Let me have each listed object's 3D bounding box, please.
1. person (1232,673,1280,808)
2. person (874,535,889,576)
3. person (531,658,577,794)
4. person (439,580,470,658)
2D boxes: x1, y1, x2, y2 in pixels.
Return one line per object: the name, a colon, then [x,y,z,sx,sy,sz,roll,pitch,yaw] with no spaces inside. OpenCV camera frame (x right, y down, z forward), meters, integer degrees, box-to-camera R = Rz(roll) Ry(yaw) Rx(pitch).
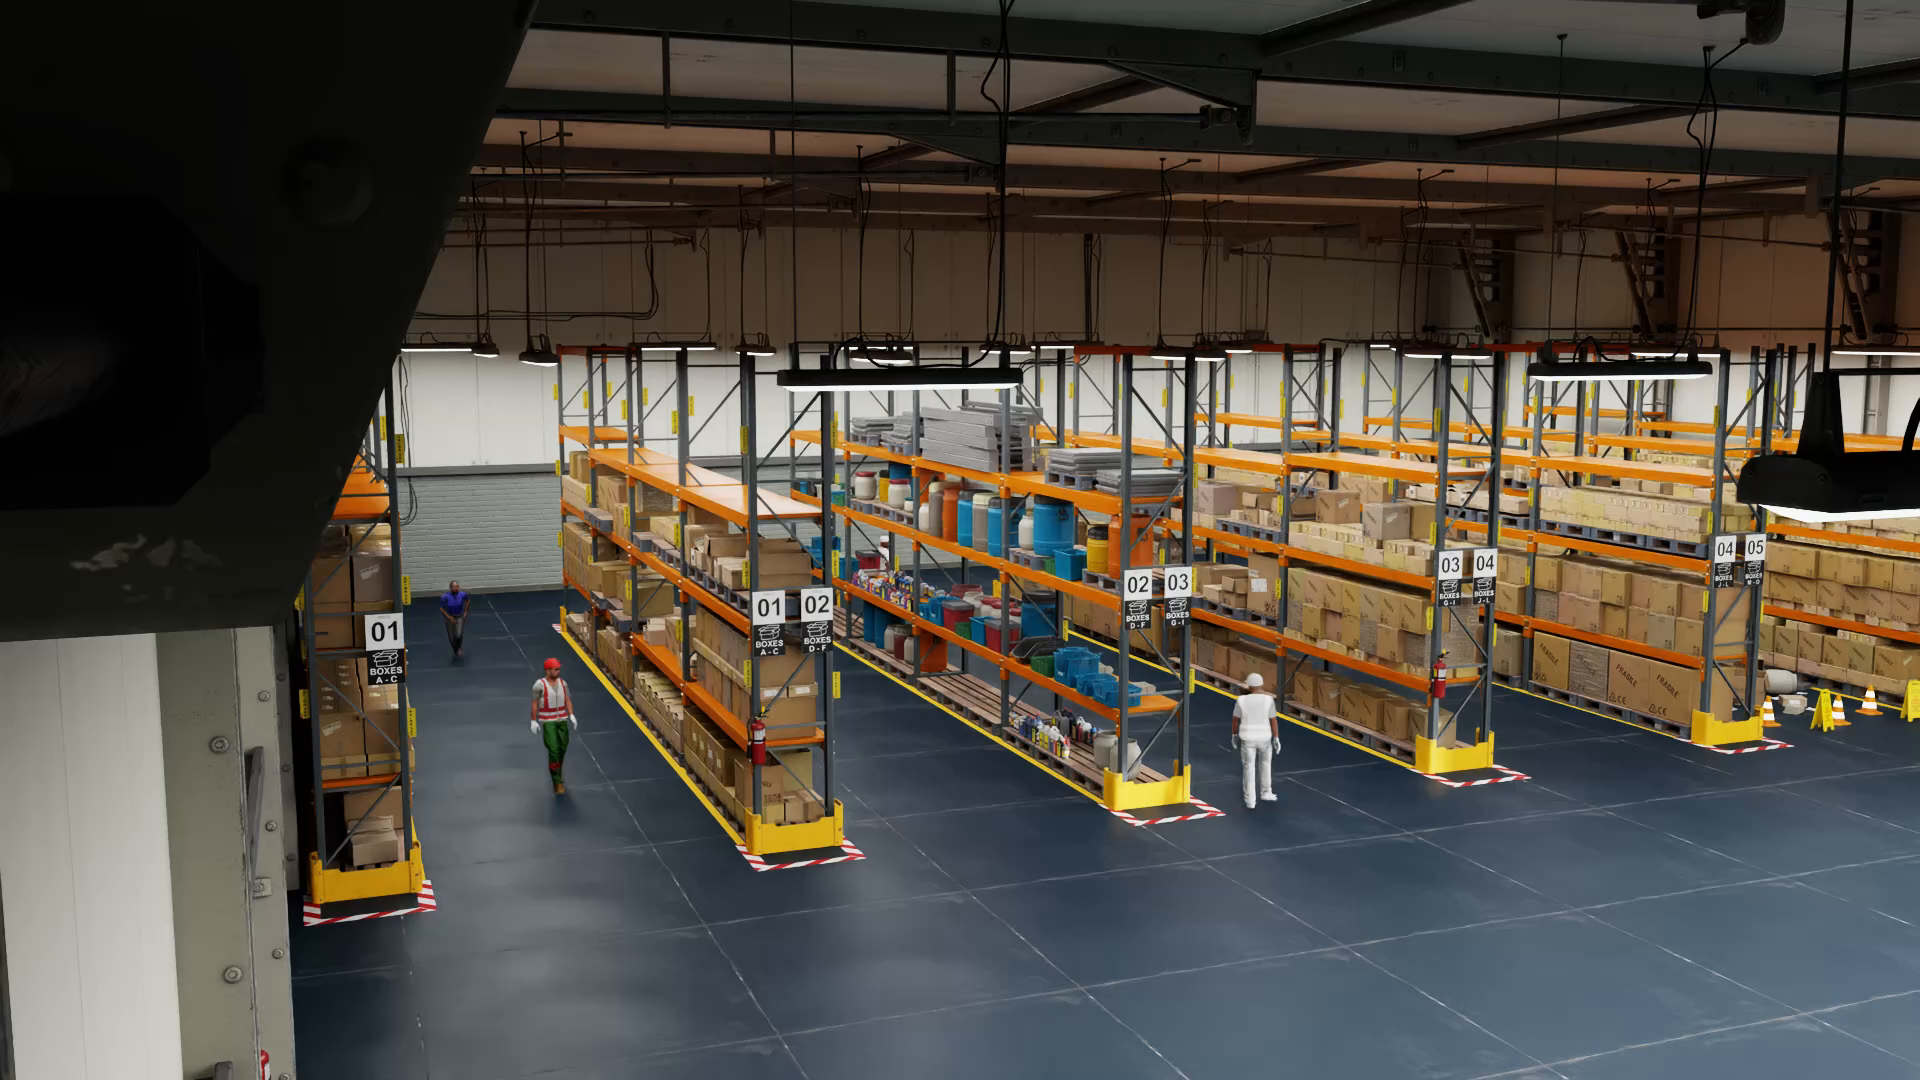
person: [3.945,2.651,22.189,0.638,1.782,0.760,1,7,8]
person: [-1.693,0.786,36.828,0.405,1.781,0.627,-6,10,-41]
person: [-5.550,2.555,22.969,0.569,1.813,0.694,-7,10,-44]
person: [-9.655,1.530,31.811,0.545,1.553,0.736,-1,7,-11]
